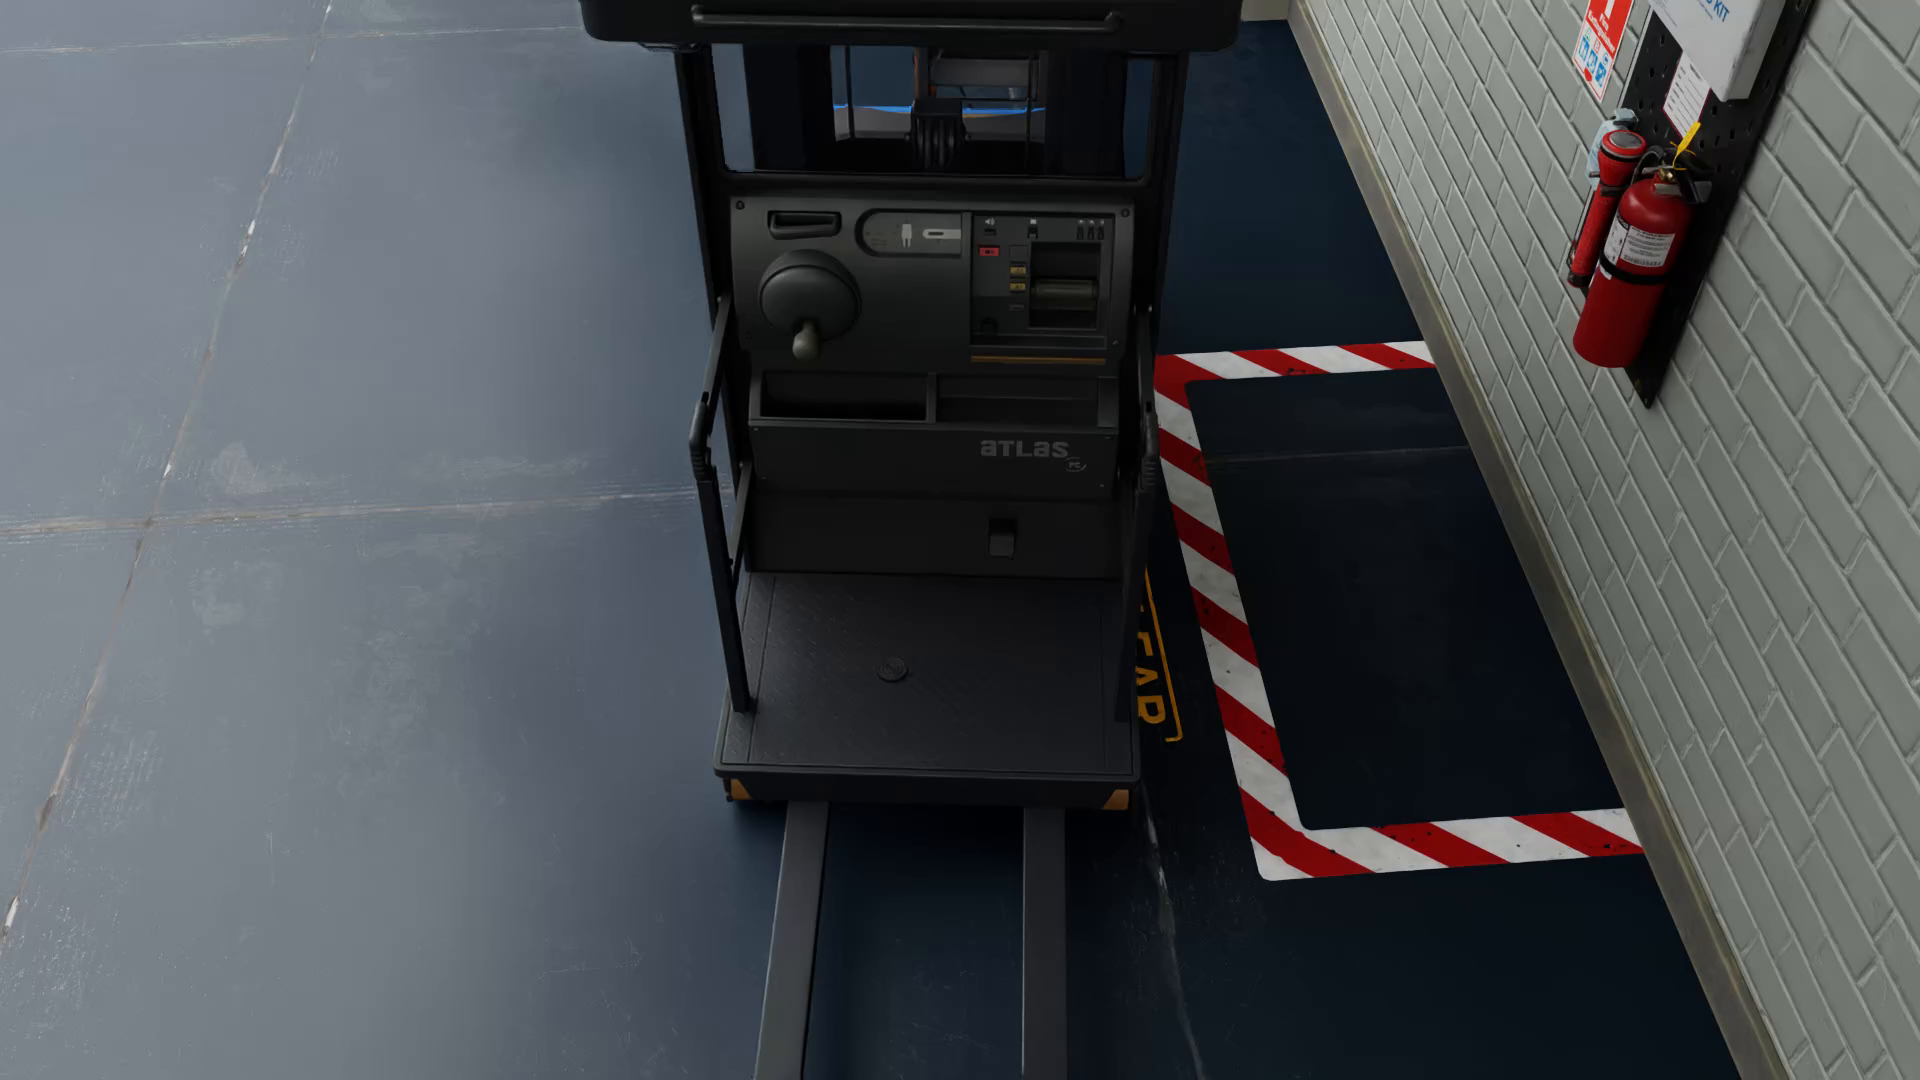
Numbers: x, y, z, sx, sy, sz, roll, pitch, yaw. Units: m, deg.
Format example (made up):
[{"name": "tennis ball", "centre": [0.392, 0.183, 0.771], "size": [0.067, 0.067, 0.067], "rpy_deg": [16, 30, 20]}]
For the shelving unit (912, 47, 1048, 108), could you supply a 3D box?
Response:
[{"name": "shelving unit", "centre": [0.079, -1.517, 5.240], "size": [0.431, 2.100, 0.503], "rpy_deg": [1, 47, 1]}]

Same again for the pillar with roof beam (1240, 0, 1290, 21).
[{"name": "pillar with roof beam", "centre": [-2.956, -5.308, 4.079], "size": [9.100, 9.000, 0.400], "rpy_deg": [-3, 47, -3]}]

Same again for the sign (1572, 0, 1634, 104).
[{"name": "sign", "centre": [1.724, -1.374, 4.461], "size": [0.001, 0.329, 0.234], "rpy_deg": [-3, 47, -3]}]

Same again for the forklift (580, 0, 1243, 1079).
[{"name": "forklift", "centre": [-0.070, -0.513, 3.717], "size": [1.130, 2.935, 3.031], "rpy_deg": [1, 47, 1]}]

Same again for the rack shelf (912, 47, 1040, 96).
[{"name": "rack shelf", "centre": [0.079, -1.507, 5.250], "size": [0.431, 0.518, 0.480], "rpy_deg": [1, 47, 1]}]

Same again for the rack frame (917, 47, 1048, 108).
[{"name": "rack frame", "centre": [0.071, -1.340, 5.072], "size": [0.400, 2.100, 0.015], "rpy_deg": [1, 47, 1]}]

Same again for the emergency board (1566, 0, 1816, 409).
[{"name": "emergency board", "centre": [1.667, -0.956, 4.089], "size": [0.194, 1.169, 0.643], "rpy_deg": [-3, 47, -3]}]

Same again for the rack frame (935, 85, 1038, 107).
[{"name": "rack frame", "centre": [0.088, -1.694, 5.408], "size": [0.400, 2.100, 0.015], "rpy_deg": [1, 47, 1]}]

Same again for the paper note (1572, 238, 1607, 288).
[{"name": "paper note", "centre": [1.721, -0.785, 4.534], "size": [0.016, 0.148, 0.142], "rpy_deg": [-3, 47, -3]}]
